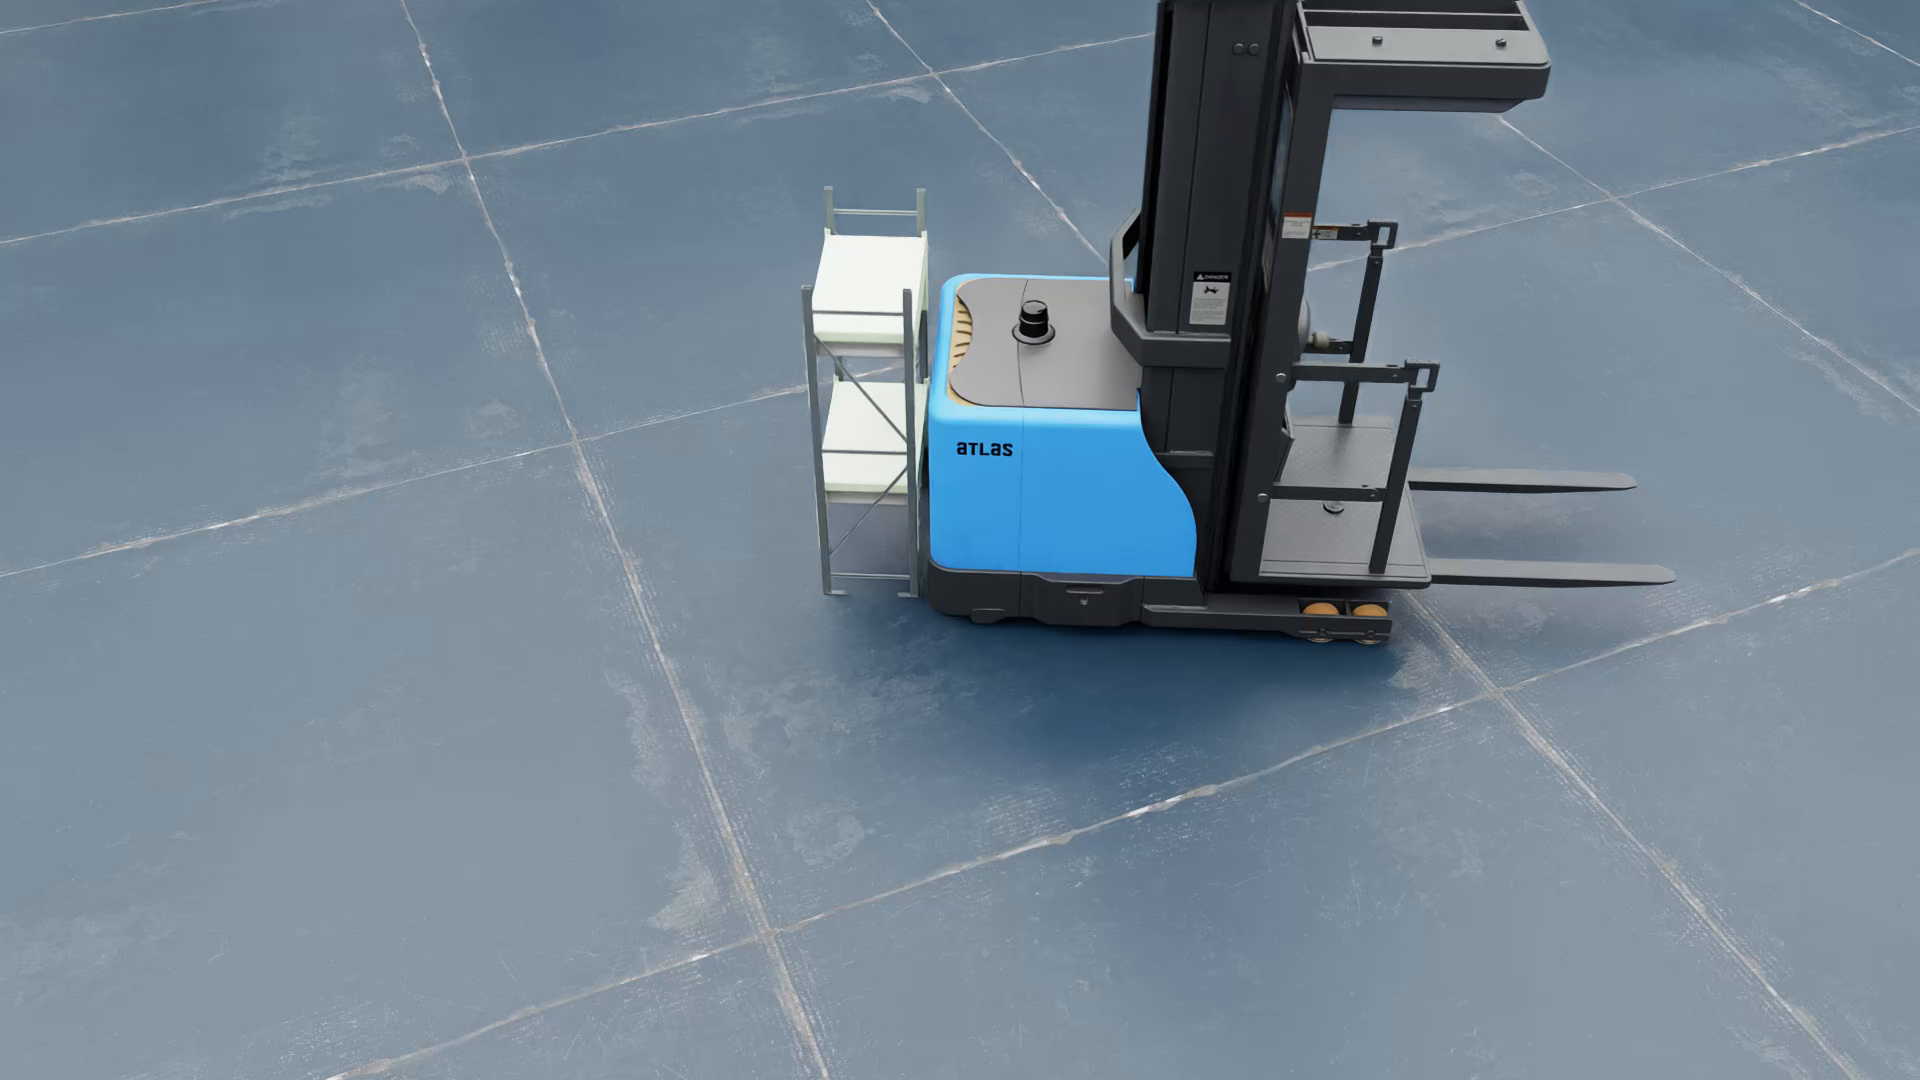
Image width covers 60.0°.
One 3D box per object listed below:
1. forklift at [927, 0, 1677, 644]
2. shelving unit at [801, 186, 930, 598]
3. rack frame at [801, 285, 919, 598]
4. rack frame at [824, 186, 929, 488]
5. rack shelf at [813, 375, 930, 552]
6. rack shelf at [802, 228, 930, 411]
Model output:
[{"bbox_3d":[1.402,-1.046,6.218,3.031,2.935,1.130,2,41,2],"label":"forklift"},{"bbox_3d":[-0.355,-0.578,6.772,0.431,1.500,0.755,2,41,2],"label":"shelving unit"},{"bbox_3d":[-0.374,-0.340,6.495,0.400,1.500,0.023,2,41,2],"label":"rack frame"},{"bbox_3d":[-0.337,-0.816,7.049,0.400,1.500,0.023,2,41,2],"label":"rack frame"},{"bbox_3d":[-0.355,-0.331,6.984,0.431,0.370,0.720,2,41,2],"label":"rack shelf"},{"bbox_3d":[-0.355,-0.874,6.517,0.431,0.370,0.720,2,41,2],"label":"rack shelf"}]
